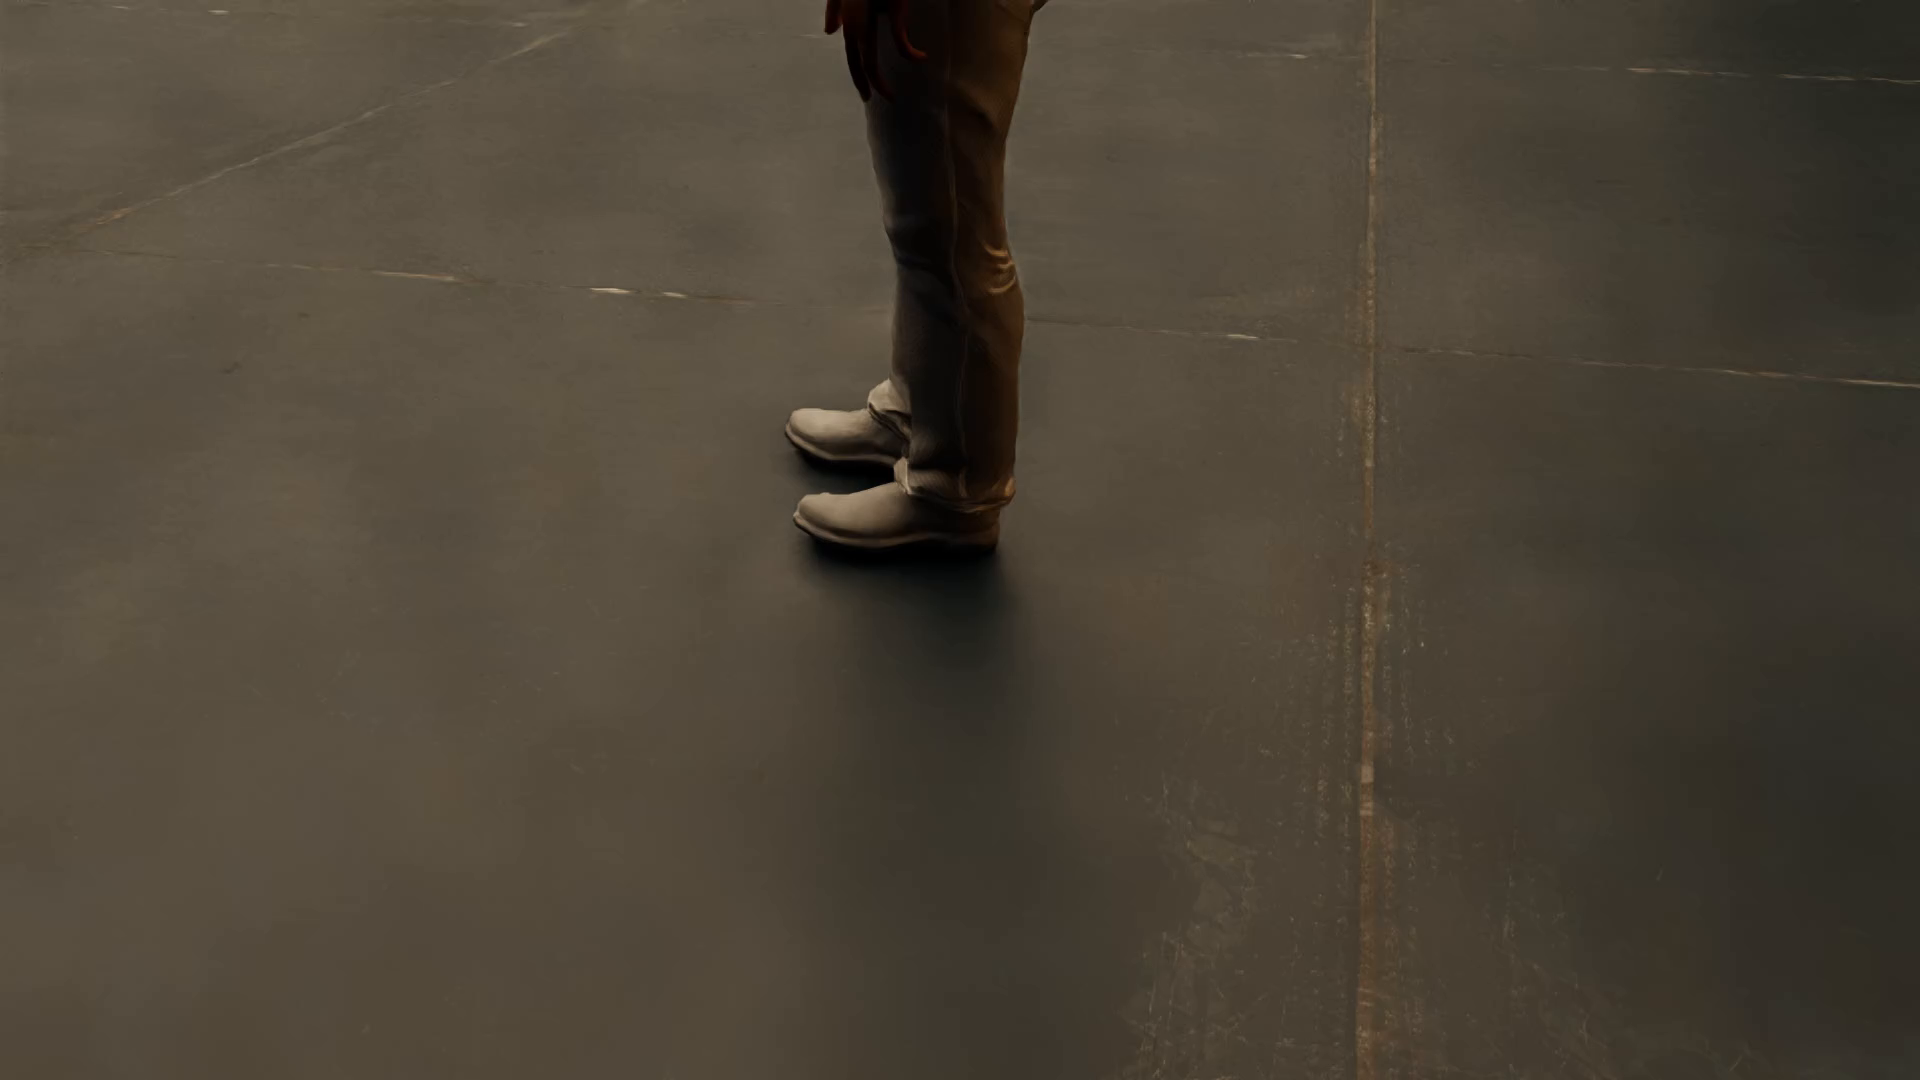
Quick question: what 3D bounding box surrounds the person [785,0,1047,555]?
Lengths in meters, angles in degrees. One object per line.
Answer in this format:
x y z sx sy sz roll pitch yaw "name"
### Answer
-0.067 -0.804 2.117 0.576 1.766 0.665 6 27 11 "person"
